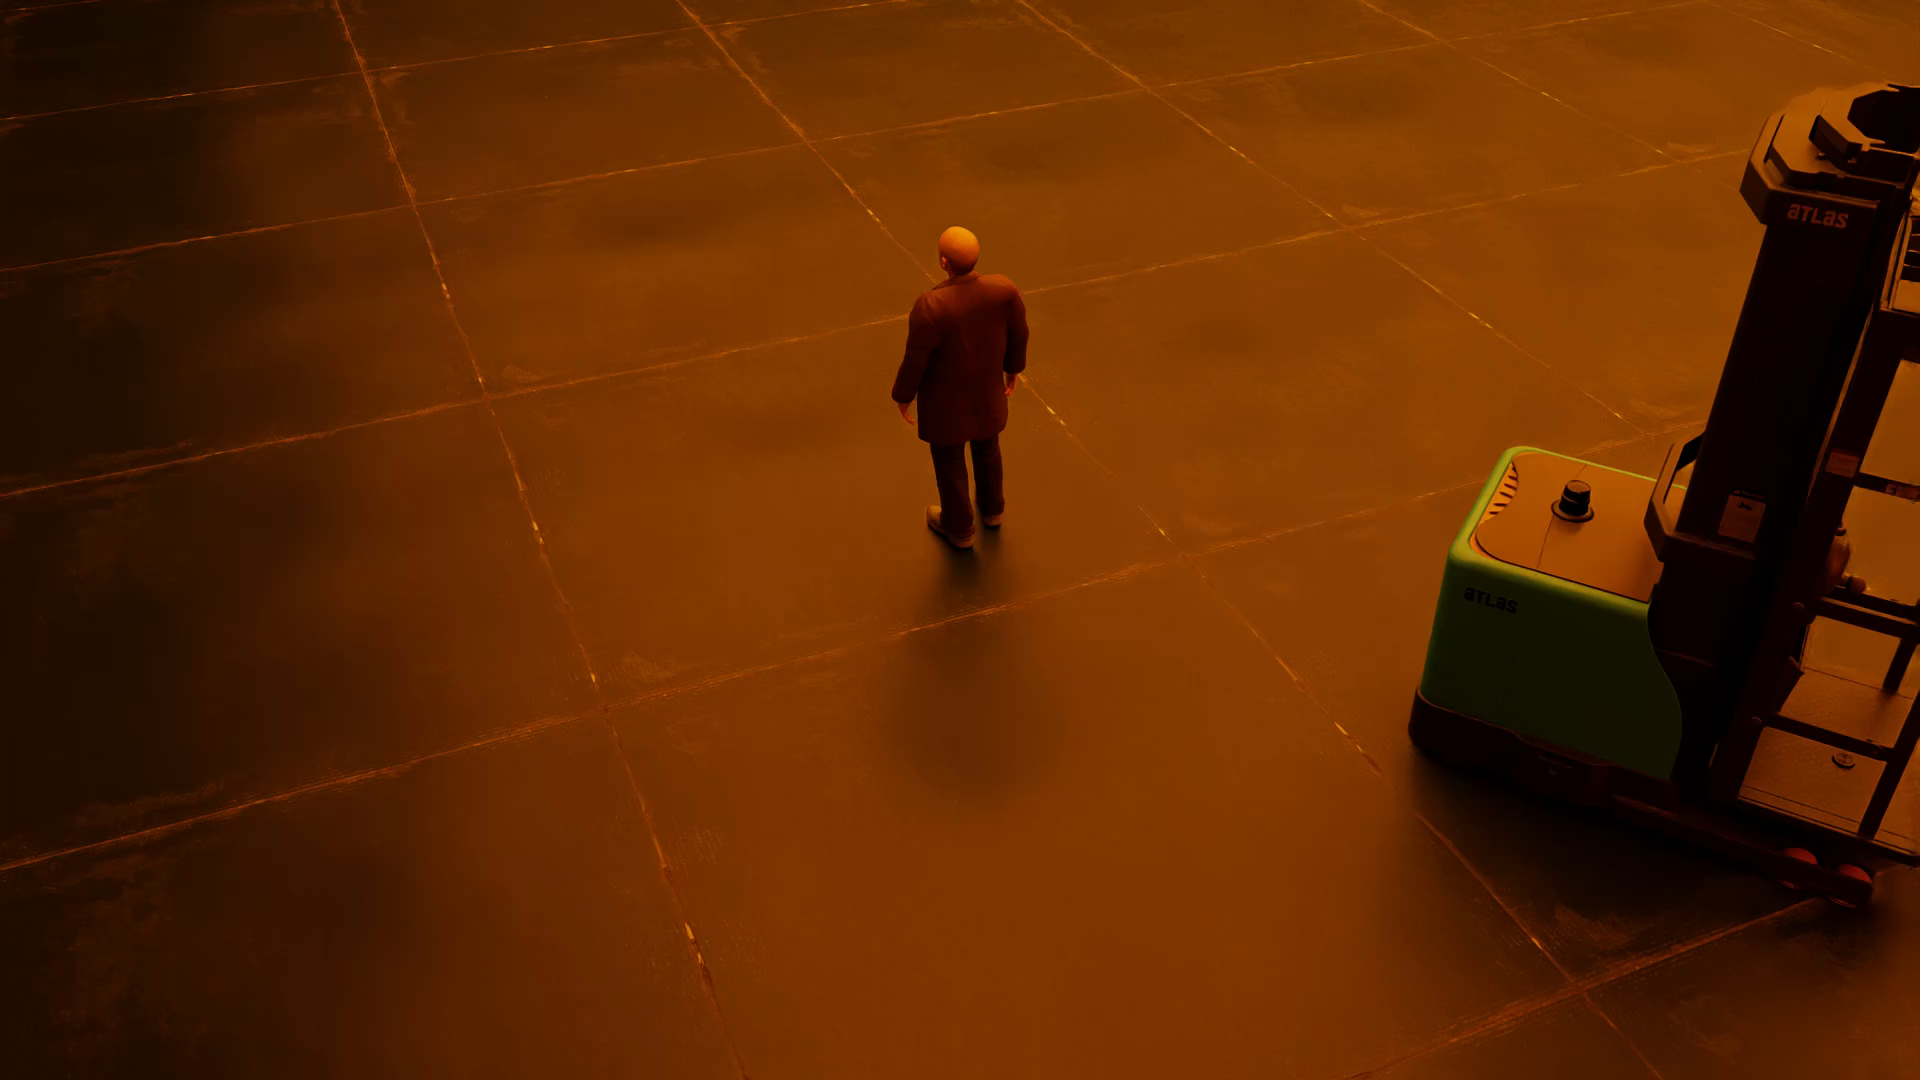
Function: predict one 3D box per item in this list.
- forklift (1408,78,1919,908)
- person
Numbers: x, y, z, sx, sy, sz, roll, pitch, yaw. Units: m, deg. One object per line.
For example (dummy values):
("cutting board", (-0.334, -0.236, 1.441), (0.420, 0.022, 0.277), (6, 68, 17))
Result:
("forklift", (3.510, -0.097, 6.235), (3.031, 2.935, 1.130), (18, 39, 23))
("person", (-0.032, -0.780, 8.179), (0.696, 1.777, 0.579), (-14, 38, -19))
